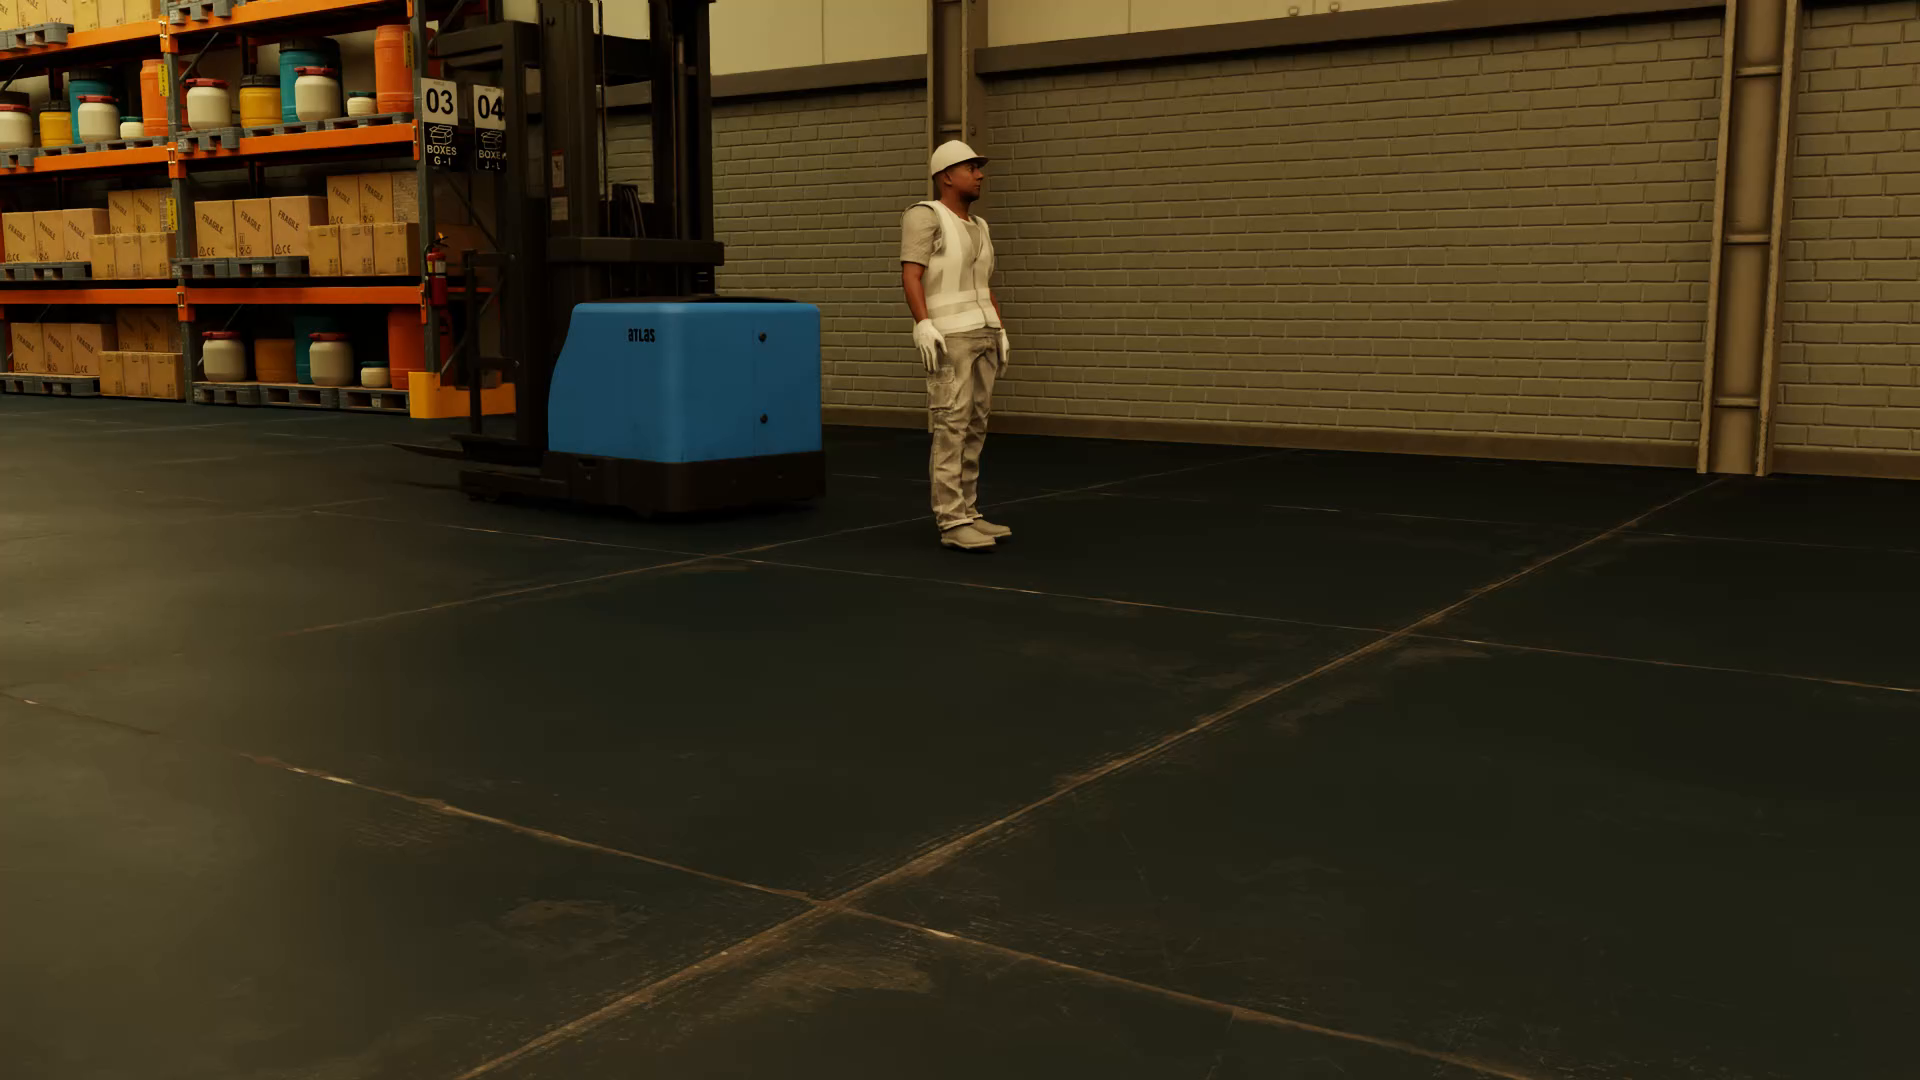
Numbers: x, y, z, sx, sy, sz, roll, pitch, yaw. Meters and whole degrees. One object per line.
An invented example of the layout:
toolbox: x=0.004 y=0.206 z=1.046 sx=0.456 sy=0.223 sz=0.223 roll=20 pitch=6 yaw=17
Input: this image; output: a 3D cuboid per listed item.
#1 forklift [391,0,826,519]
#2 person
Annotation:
forklift: x=-2.129 y=-1.705 z=9.180 sx=3.031 sy=2.935 sz=1.130 roll=7 pitch=11 yaw=42
person: x=0.055 y=-0.883 z=7.430 sx=0.575 sy=1.785 sz=0.657 roll=5 pitch=10 yaw=34
